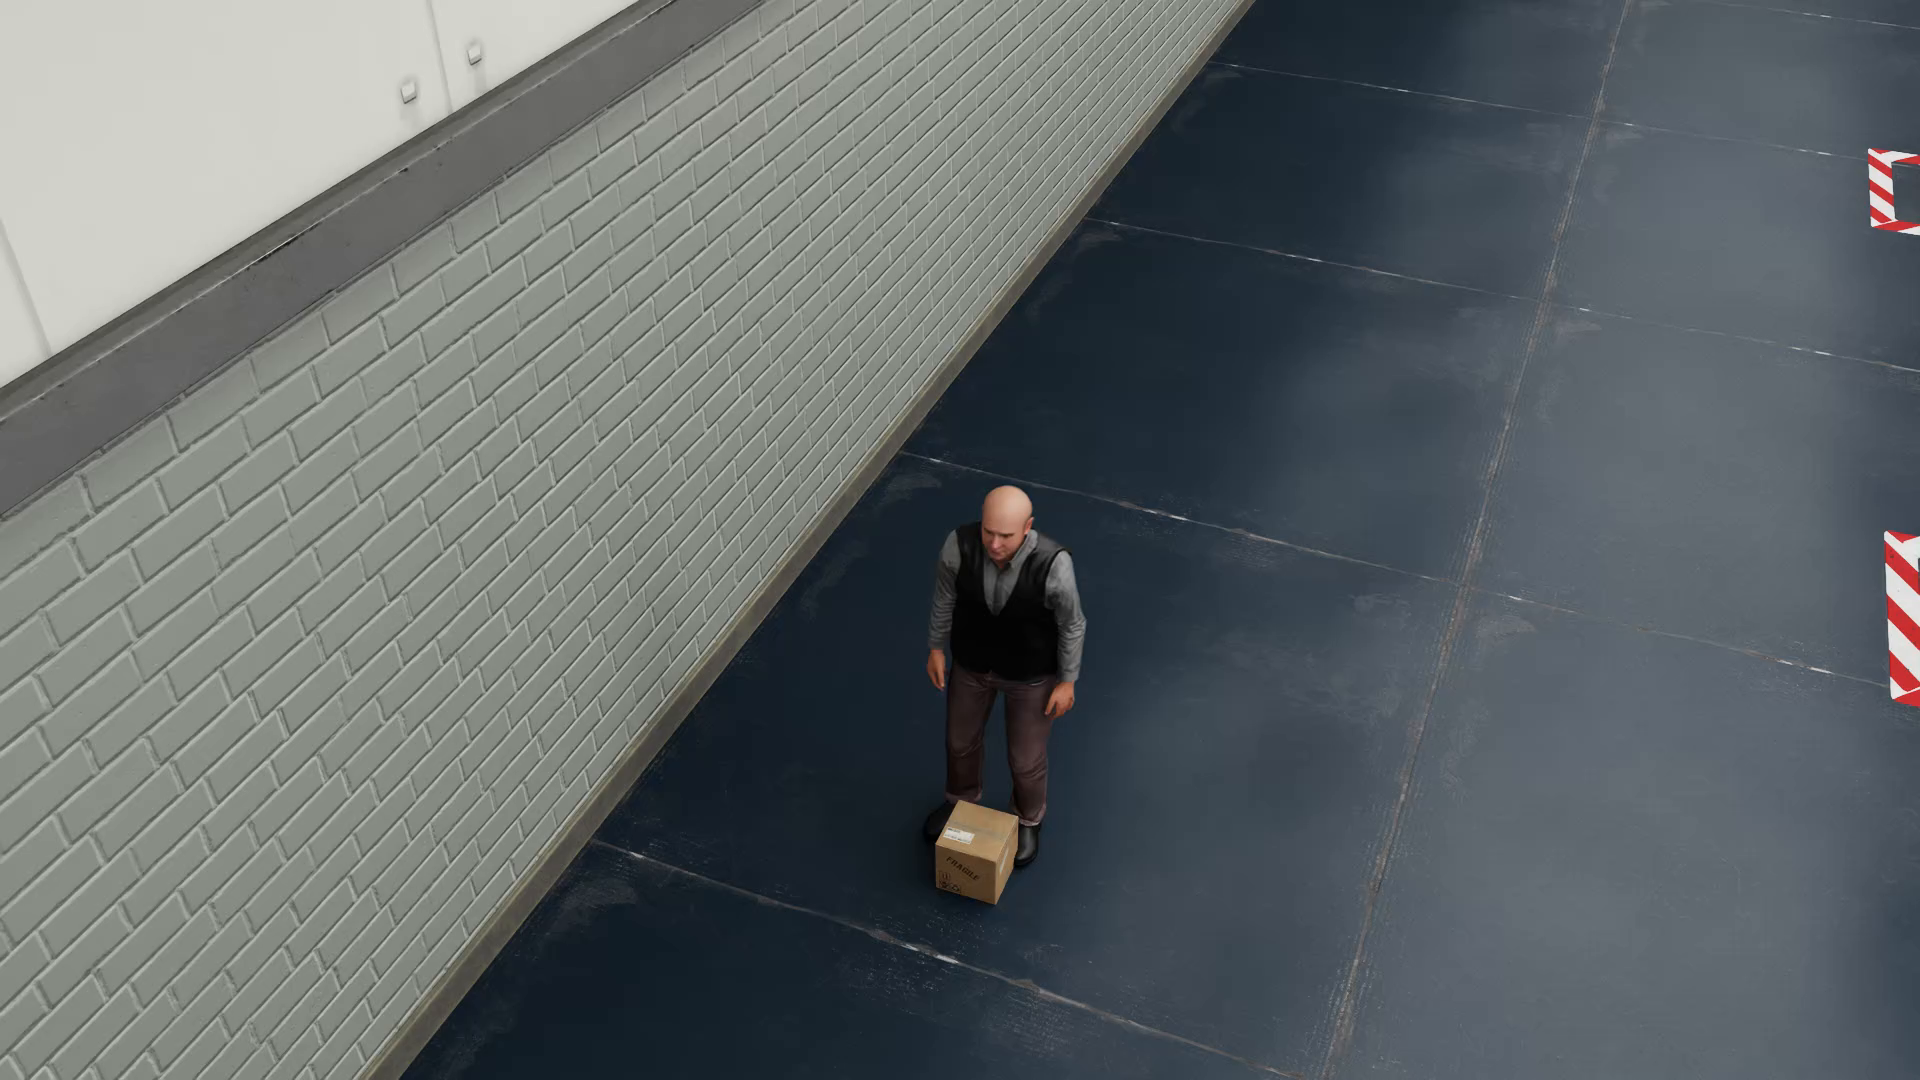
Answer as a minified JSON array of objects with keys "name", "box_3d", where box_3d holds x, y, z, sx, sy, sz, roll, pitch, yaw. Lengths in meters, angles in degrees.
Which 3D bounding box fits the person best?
[{"name":"person","box_3d":[0.171,0.469,6.222,0.588,1.721,0.411,13,39,17]}]
